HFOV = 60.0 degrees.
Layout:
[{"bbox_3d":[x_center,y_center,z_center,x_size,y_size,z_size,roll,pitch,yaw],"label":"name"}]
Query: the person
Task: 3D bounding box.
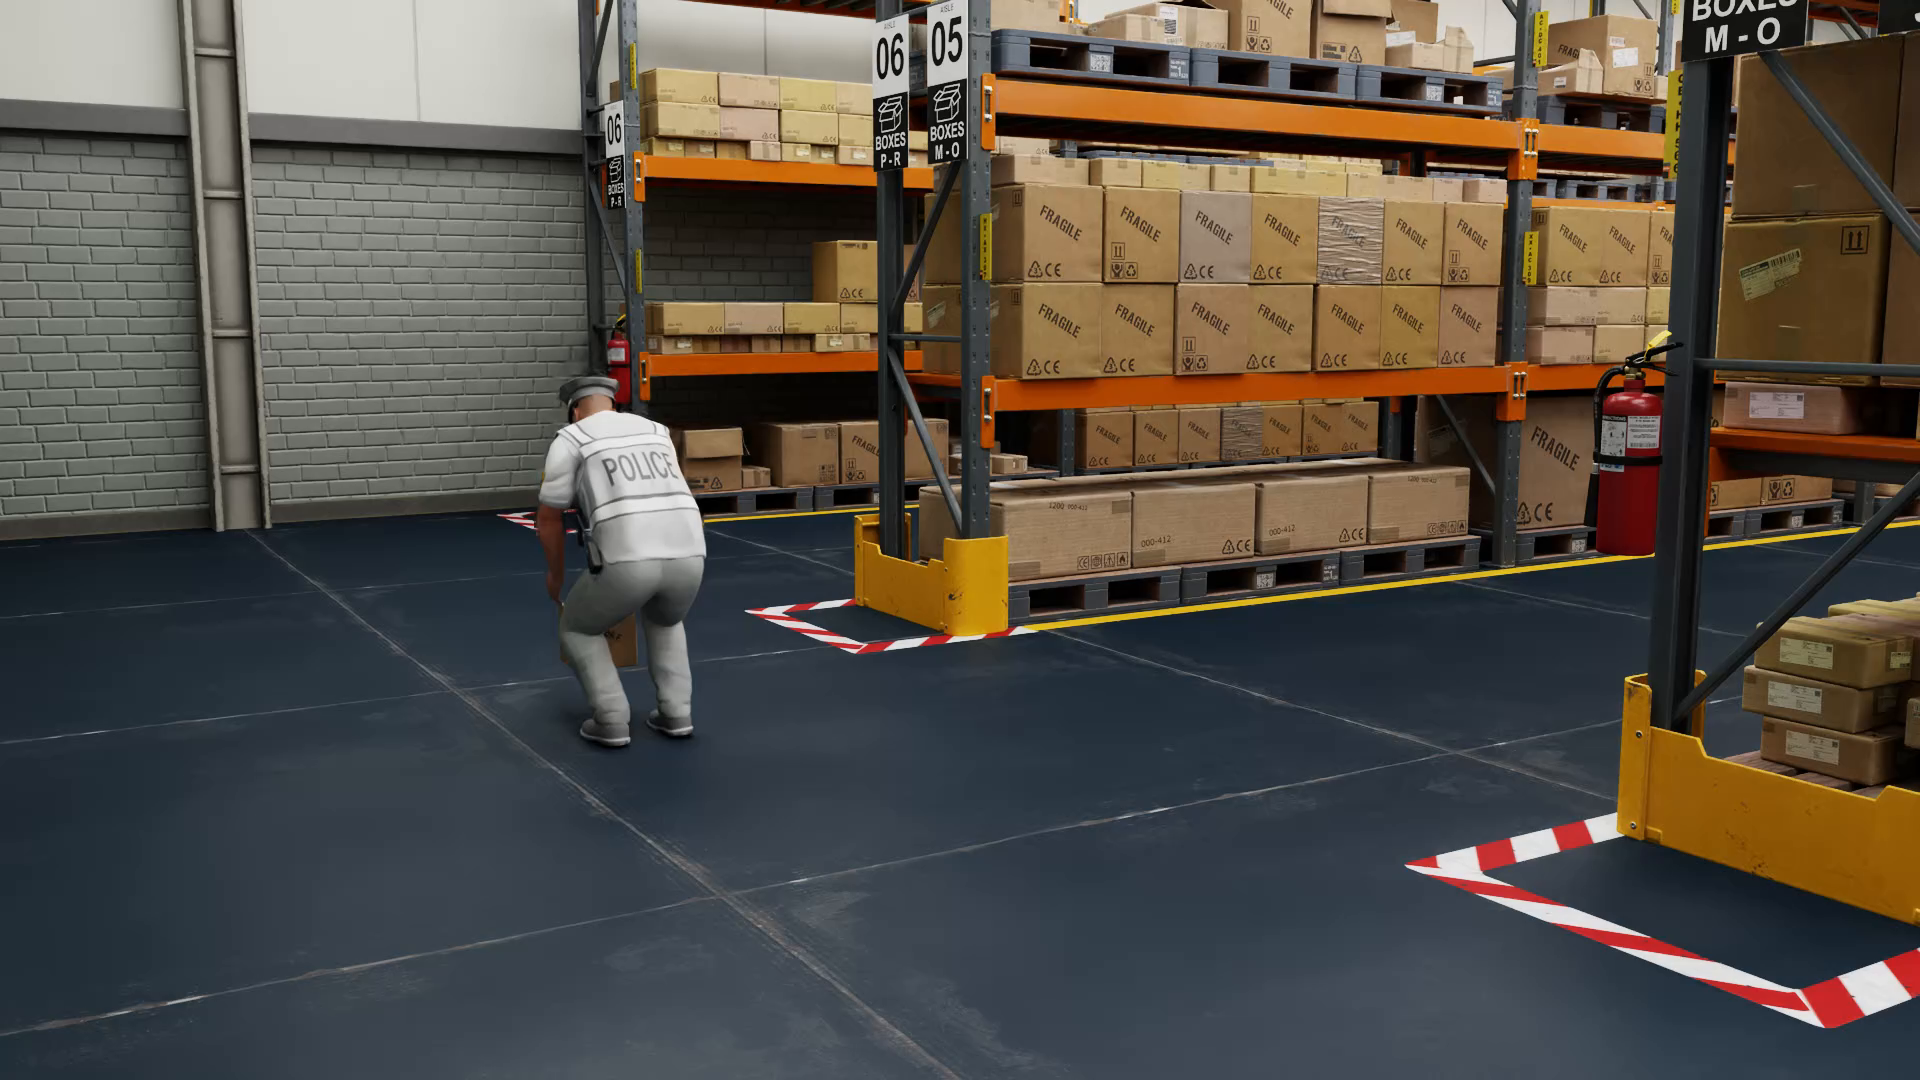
[{"bbox_3d":[-1.332,0.075,6.511,0.591,1.412,0.808,-5,9,-31],"label":"person"}]
